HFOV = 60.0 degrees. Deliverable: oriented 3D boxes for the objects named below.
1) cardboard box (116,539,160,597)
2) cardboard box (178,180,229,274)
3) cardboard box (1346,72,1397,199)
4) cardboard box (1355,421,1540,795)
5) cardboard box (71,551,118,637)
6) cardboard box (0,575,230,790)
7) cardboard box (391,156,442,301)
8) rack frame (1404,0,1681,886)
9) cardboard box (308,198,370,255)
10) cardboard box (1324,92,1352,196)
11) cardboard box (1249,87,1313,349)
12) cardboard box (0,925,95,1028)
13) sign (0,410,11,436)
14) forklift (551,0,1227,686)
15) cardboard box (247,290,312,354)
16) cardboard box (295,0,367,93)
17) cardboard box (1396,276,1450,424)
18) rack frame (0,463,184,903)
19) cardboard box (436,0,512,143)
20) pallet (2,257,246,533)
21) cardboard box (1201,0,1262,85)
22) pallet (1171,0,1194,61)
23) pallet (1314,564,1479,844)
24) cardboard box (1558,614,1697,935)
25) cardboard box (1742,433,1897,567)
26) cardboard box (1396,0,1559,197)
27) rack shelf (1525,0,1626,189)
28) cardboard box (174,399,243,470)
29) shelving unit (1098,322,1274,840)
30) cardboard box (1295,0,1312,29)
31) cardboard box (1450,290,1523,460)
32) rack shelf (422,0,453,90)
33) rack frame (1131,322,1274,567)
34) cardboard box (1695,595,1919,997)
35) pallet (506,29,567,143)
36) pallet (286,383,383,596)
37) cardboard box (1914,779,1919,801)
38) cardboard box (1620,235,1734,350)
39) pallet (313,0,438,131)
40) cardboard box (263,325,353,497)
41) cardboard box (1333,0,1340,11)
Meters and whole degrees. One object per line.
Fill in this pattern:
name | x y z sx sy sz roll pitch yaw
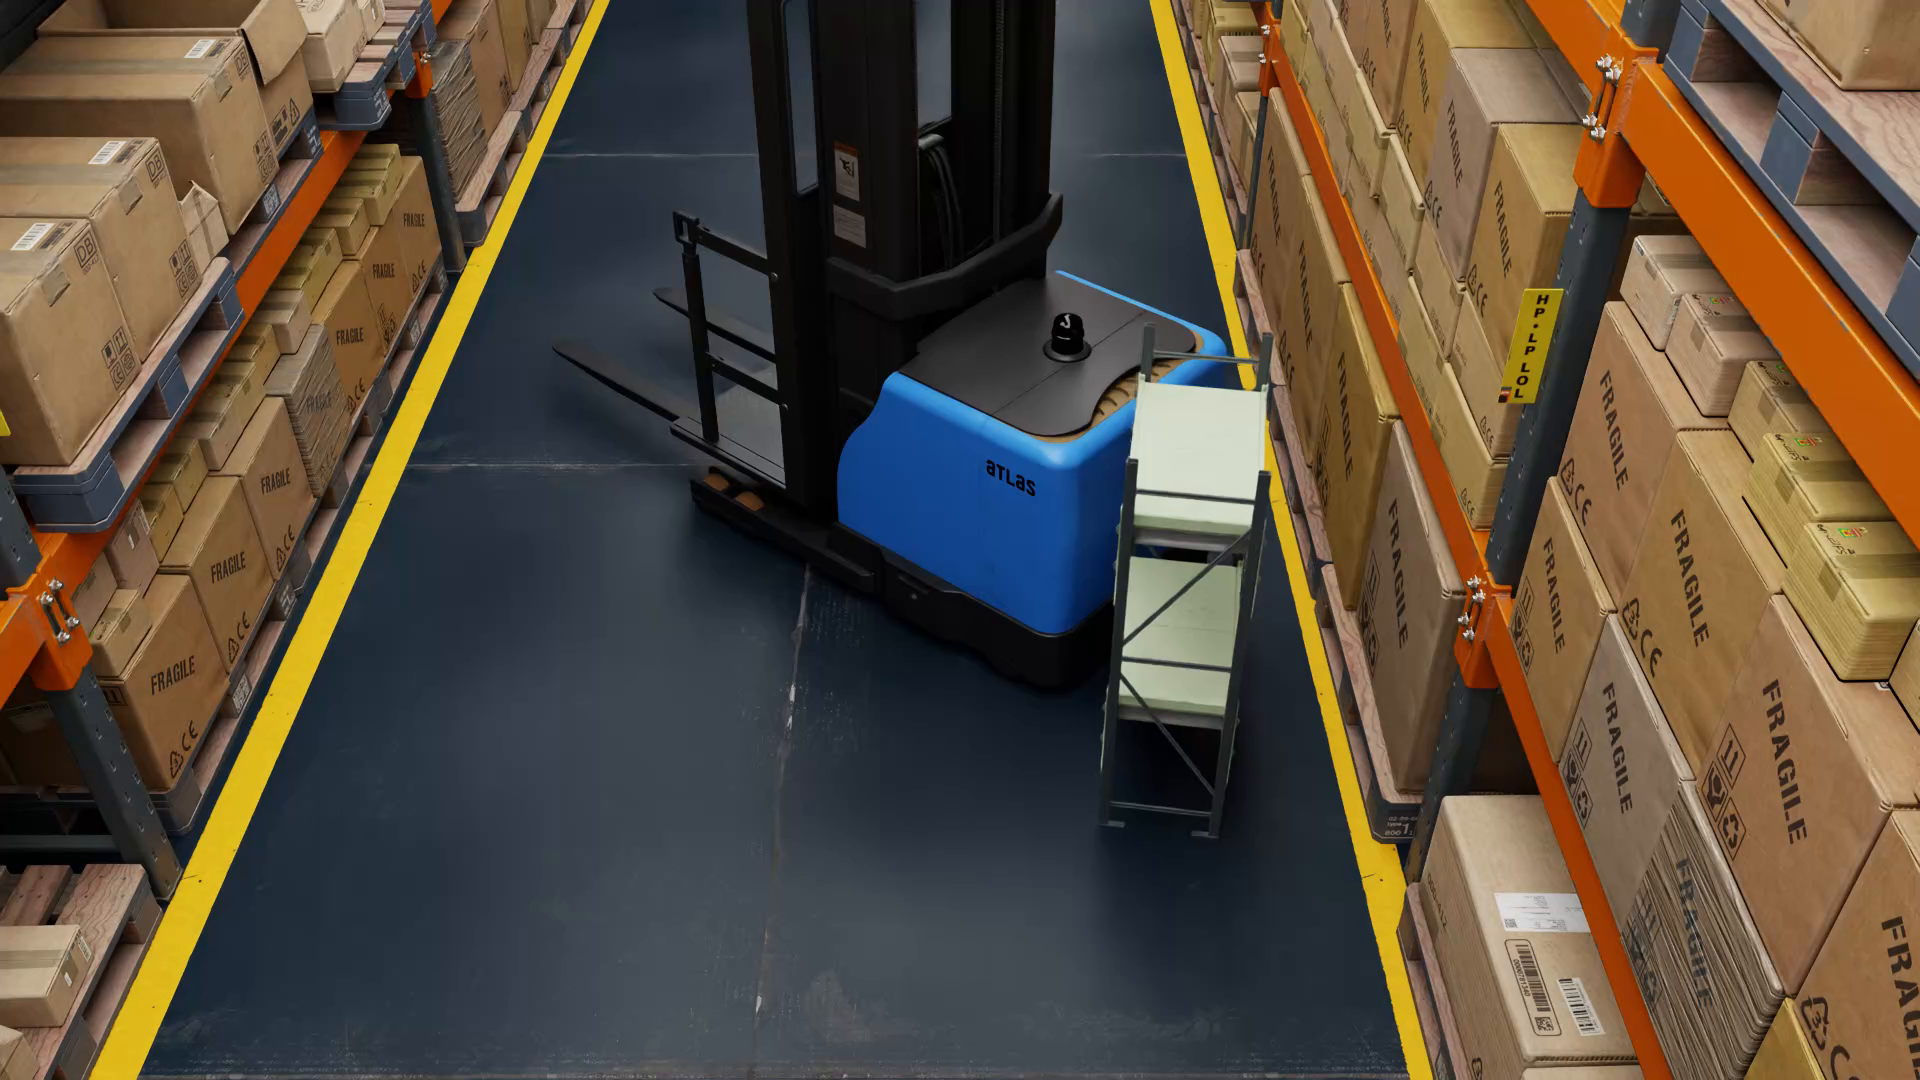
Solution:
cardboard box | -2.833 0.109 5.360 0.380 0.149 0.250 -1 39 -1
cardboard box | -2.638 -1.032 5.411 0.396 0.266 0.258 2 39 2
cardboard box | 1.667 -1.427 5.852 0.500 0.250 0.500 1 39 1
cardboard box | 1.862 0.220 5.440 0.875 0.875 0.875 1 39 1
cardboard box | -2.815 0.166 5.051 0.380 0.149 0.250 -1 39 -1
cardboard box | -2.796 0.457 5.444 0.500 0.500 0.500 2 39 2
cardboard box | -2.810 -1.477 7.858 0.500 0.500 0.500 1 39 1
rack frame | 1.943 -0.058 4.423 1.000 3.000 0.127 0 39 0
cardboard box | -2.784 -1.351 7.181 0.380 0.149 0.250 -1 39 -2
cardboard box | 1.701 -1.545 6.400 0.500 0.250 0.500 1 39 1
cardboard box | 1.856 -1.462 7.539 0.875 0.875 0.875 0 39 0
cardboard box | -2.726 1.245 4.742 0.380 0.149 0.250 -1 39 -1
sign | -2.478 -0.395 4.152 0.100 0.325 0.005 0 39 0
forklift | -0.476 -1.397 6.150 3.031 2.935 1.130 28 46 30
cardboard box | -2.798 -0.857 6.565 0.380 0.149 0.250 -2 39 -2
cardboard box | -2.700 -1.999 6.630 0.500 0.250 0.500 -2 39 -2
cardboard box | 1.691 -0.598 5.218 0.500 0.250 0.500 -1 39 -1
rack frame | -3.021 -0.052 4.416 1.000 3.000 0.127 0 39 0
cardboard box | -3.021 -2.589 9.145 0.875 0.625 0.625 1 39 1
pallet | -2.912 -0.477 5.100 1.003 0.211 1.213 0 39 0
cardboard box | 1.944 -2.987 9.844 0.950 0.372 0.625 1 39 1
pallet | 1.936 -3.486 10.931 1.003 0.211 1.213 0 39 0
pallet | 1.867 0.548 5.898 1.003 0.211 1.213 0 39 0
cardboard box | 1.678 0.512 3.633 0.500 0.500 0.500 0 39 0
cardboard box | 1.682 -0.067 3.037 0.380 0.149 0.250 0 39 0
cardboard box | 1.703 -1.407 5.227 0.500 0.500 0.500 1 39 1
rack shelf | 1.941 -2.198 5.271 1.077 0.370 4.000 0 39 0
cardboard box | -2.821 -0.379 5.969 0.380 0.149 0.250 0 39 0
shelving unit | 0.717 0.156 5.356 0.431 1.500 0.755 6 39 7
cardboard box | 1.692 -2.379 7.040 0.500 0.250 0.500 0 39 0
cardboard box | 1.699 -0.470 4.658 0.500 0.250 0.500 0 39 0
rack shelf | -3.027 -3.523 9.323 1.077 0.370 4.000 0 39 0
rack frame | 0.773 -0.070 5.638 0.400 1.500 0.023 6 39 7
cardboard box | 1.685 0.447 2.914 0.500 0.500 0.500 1 39 1
pallet | -2.986 -2.741 10.002 1.003 0.211 1.213 0 39 0
pallet | -3.064 -0.237 6.877 1.003 0.211 1.213 0 39 0
cardboard box | 1.667 0.410 2.442 0.380 0.149 0.250 0 39 0
cardboard box | 1.684 -0.542 3.630 0.380 0.149 0.250 -1 39 -1
pallet | -2.954 -2.055 7.069 1.213 0.211 1.003 0 39 0
cardboard box | -2.797 -0.512 6.654 0.500 0.500 0.500 -1 39 -2
cardboard box | 1.705 -2.370 6.429 0.500 0.500 0.500 0 39 0
